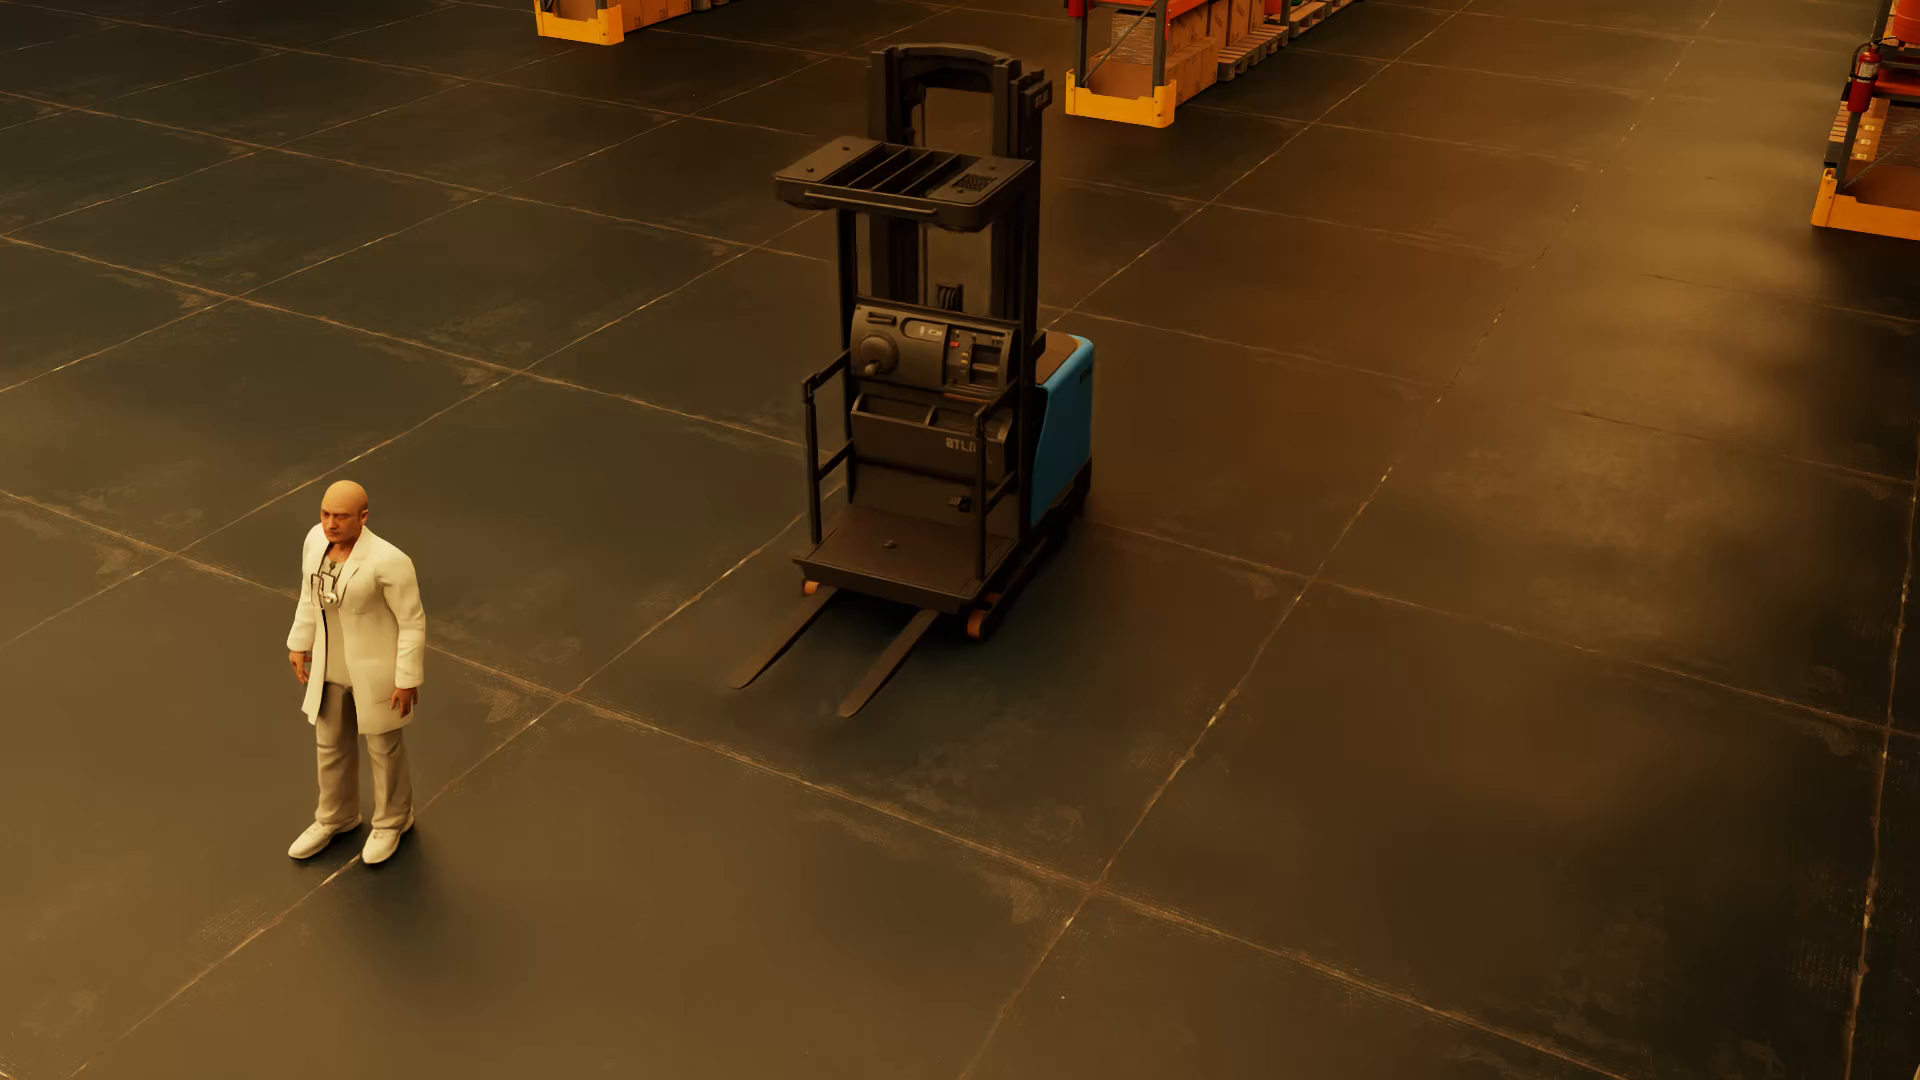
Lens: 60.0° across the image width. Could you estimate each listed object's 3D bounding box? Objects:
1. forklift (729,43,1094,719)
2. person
[{"bbox_3d":[-0.241,-0.973,8.756,1.130,2.935,3.031,12,32,20],"label":"forklift"},{"bbox_3d":[-2.647,0.603,7.171,0.692,1.780,0.572,12,32,20],"label":"person"}]
